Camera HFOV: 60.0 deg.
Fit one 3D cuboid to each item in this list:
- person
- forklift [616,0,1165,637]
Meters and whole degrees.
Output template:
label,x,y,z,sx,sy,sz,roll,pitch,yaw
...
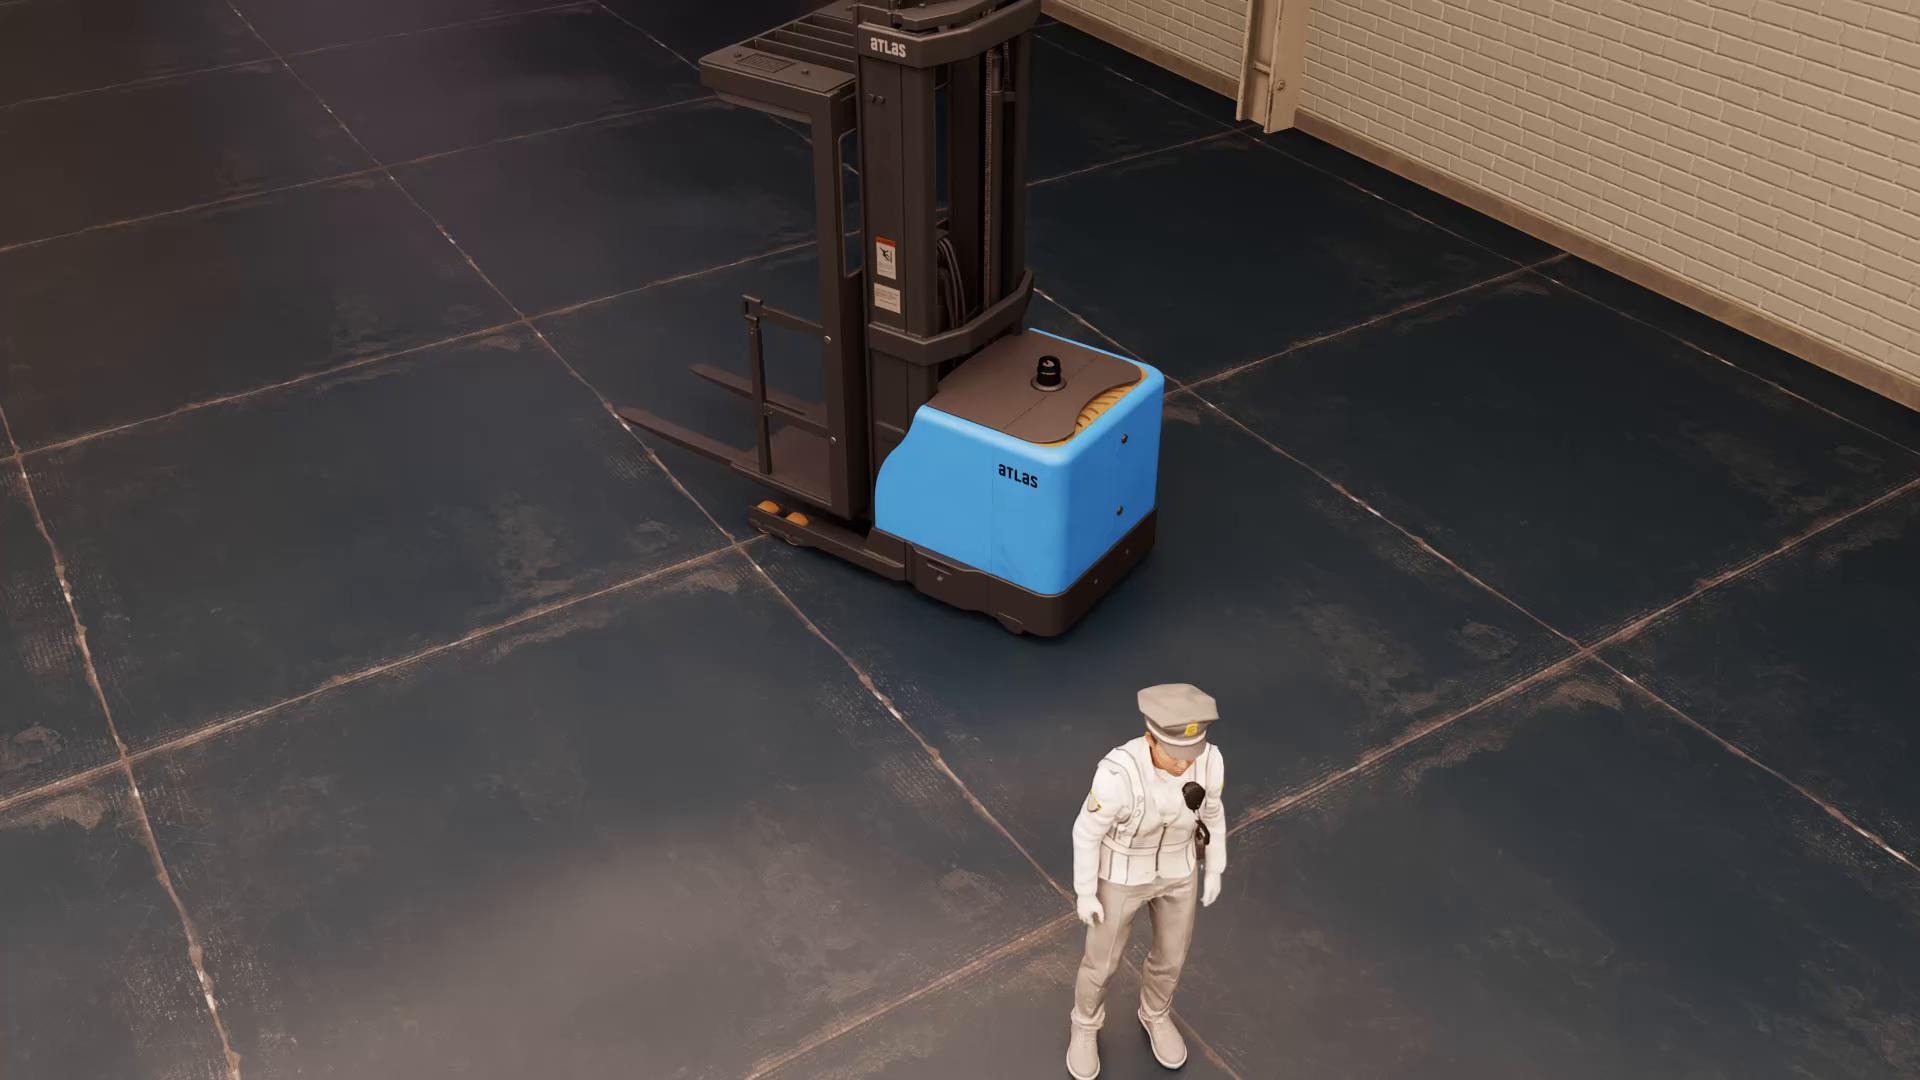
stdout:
label,x,y,z,sx,sy,sz,roll,pitch,yaw
person,0.636,1.143,5.623,0.547,1.666,0.371,-7,36,-10
forklift,-0.500,-1.399,8.138,3.031,2.935,1.130,22,41,28
